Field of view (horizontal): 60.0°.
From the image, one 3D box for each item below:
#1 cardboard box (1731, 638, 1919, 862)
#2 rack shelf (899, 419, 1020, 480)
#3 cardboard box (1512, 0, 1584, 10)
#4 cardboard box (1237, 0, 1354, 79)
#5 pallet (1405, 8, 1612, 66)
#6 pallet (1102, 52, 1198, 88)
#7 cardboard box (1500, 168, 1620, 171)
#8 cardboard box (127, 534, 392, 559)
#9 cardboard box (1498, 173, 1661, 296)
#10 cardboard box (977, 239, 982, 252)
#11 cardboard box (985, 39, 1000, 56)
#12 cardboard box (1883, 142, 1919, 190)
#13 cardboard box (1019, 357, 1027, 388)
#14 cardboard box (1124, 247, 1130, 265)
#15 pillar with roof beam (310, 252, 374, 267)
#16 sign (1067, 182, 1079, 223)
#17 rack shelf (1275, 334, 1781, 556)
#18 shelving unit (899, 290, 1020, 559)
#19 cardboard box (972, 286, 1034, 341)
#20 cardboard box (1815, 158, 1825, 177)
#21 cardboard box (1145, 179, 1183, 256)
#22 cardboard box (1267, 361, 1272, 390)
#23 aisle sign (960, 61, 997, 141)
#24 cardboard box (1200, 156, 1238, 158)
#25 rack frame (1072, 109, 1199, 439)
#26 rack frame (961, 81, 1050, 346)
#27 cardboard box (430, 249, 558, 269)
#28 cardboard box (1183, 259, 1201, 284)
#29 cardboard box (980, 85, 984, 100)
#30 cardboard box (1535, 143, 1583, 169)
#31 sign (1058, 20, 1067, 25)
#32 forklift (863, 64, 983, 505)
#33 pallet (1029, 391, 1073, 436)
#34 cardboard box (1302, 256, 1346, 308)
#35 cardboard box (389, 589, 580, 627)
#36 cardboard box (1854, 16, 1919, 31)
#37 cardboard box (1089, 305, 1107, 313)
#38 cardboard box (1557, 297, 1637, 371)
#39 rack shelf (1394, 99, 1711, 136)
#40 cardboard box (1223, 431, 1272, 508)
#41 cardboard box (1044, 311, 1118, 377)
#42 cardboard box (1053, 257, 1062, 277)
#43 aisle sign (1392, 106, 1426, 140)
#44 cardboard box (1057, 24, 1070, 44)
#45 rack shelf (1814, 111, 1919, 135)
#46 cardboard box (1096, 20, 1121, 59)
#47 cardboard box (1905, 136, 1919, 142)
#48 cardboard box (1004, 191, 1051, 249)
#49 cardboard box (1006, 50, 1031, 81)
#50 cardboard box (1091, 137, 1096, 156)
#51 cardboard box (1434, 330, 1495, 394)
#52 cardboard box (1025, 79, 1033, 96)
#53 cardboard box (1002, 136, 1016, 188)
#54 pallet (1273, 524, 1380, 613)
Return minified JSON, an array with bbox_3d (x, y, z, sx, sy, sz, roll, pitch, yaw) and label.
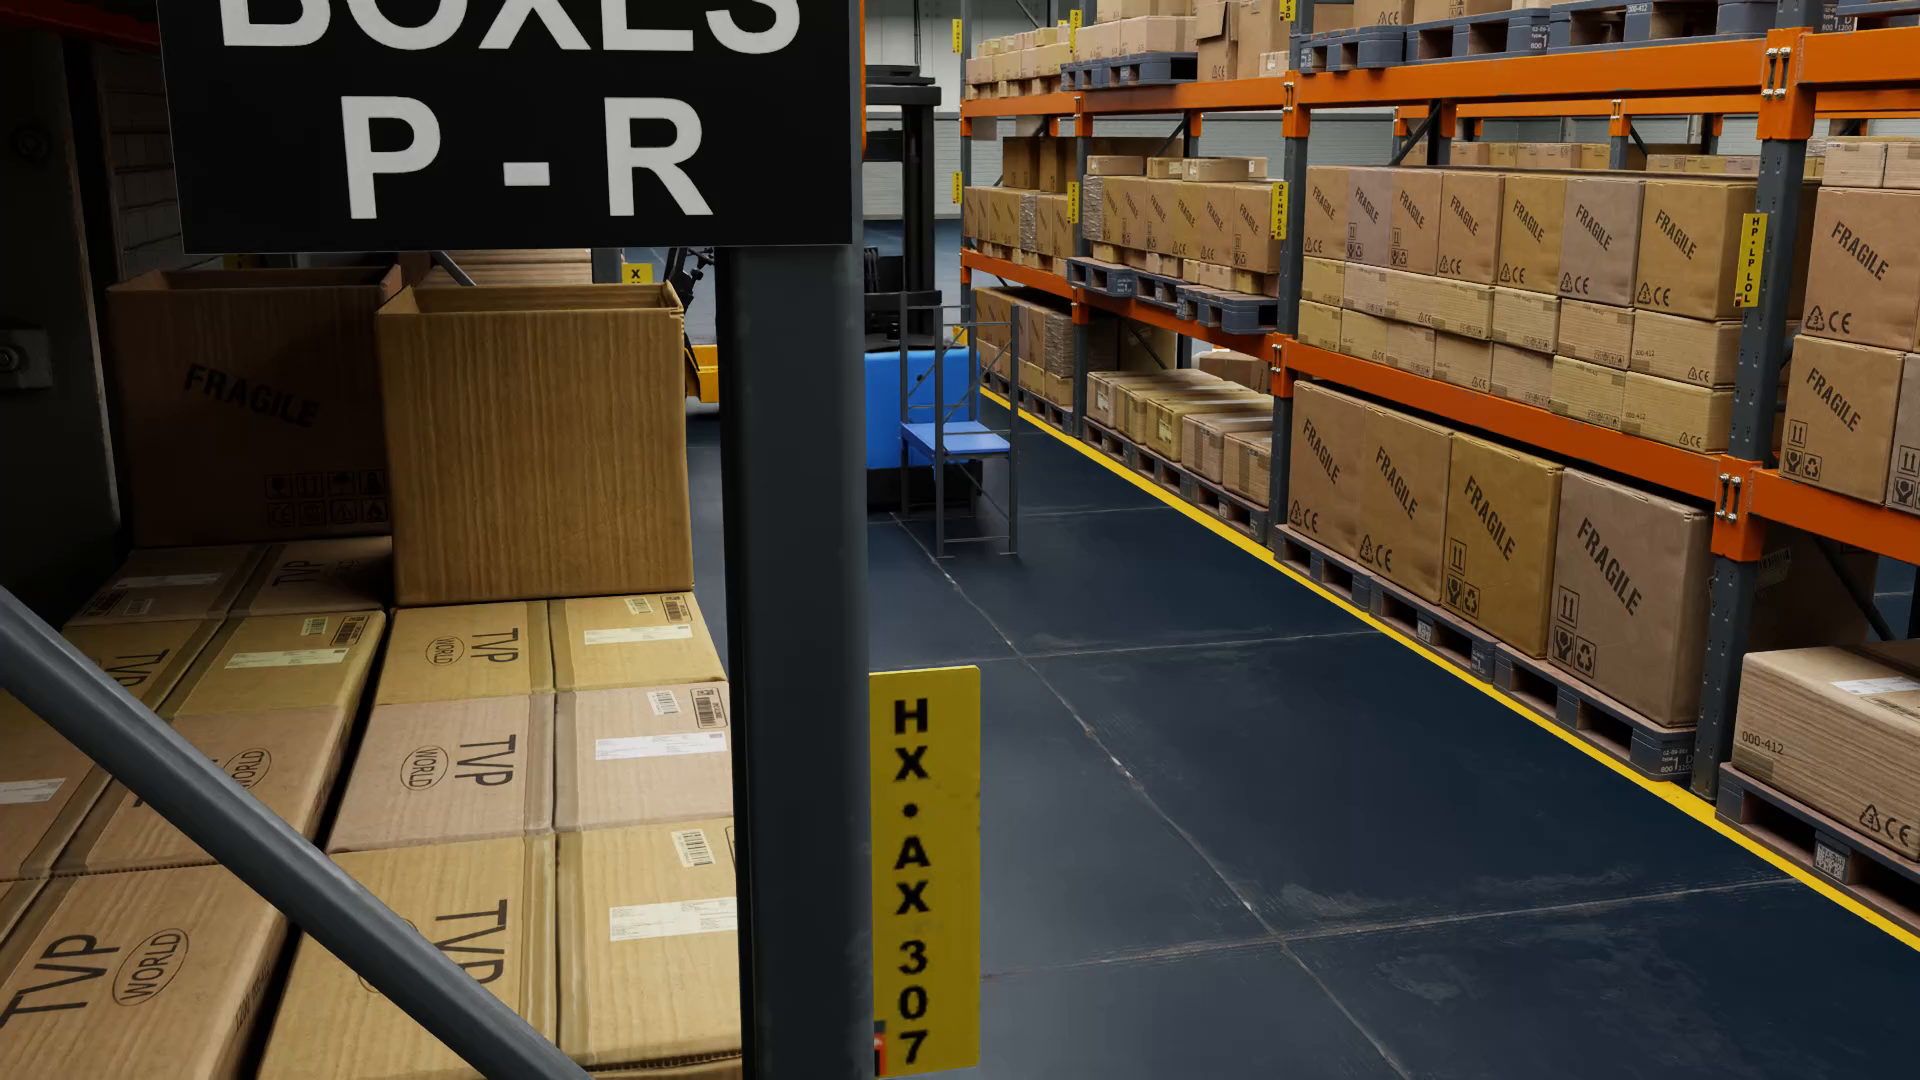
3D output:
[{"bbox_3d":[3.366,0.695,5.775,0.875,0.438,0.875,-3,14,-14],"label":"cardboard box"},{"bbox_3d":[-0.020,-0.574,10.372,0.538,0.185,1.000,-3,14,-13],"label":"rack shelf"},{"bbox_3d":[2.733,-2.472,7.512,0.380,0.166,0.250,-2,14,-8],"label":"cardboard box"},{"bbox_3d":[2.171,-3.144,10.445,0.700,0.500,0.500,-3,14,-13],"label":"cardboard box"},{"bbox_3d":[2.852,-2.381,7.931,1.003,0.211,1.213,-3,14,-11],"label":"pallet"},{"bbox_3d":[1.732,-3.320,11.773,1.213,0.211,1.003,-3,14,-13],"label":"pallet"},{"bbox_3d":[2.998,-1.616,8.403,0.500,0.500,0.500,-3,14,-13],"label":"cardboard box"},{"bbox_3d":[-1.403,0.073,3.496,0.500,0.250,0.500,-3,14,-12],"label":"cardboard box"},{"bbox_3d":[2.745,-1.357,7.342,0.500,0.500,0.500,-3,14,-11],"label":"cardboard box"},{"bbox_3d":[0.383,-3.053,17.131,0.380,0.149,0.250,-3,14,-13],"label":"cardboard box"},{"bbox_3d":[0.450,-4.713,15.928,0.380,0.149,0.250,-3,14,-13],"label":"cardboard box"},{"bbox_3d":[3.221,-1.200,5.335,0.380,0.149,0.250,-3,14,-12],"label":"cardboard box"},{"bbox_3d":[0.794,-1.571,15.448,0.500,0.250,0.500,-3,14,-12],"label":"cardboard box"},{"bbox_3d":[1.458,-2.160,12.590,0.380,0.149,0.250,-2,14,-10],"label":"cardboard box"},{"bbox_3d":[0.562,-4.546,10.075,9.100,9.000,0.400,-3,14,-13],"label":"pillar with roof beam"},{"bbox_3d":[0.918,-2.730,13.459,0.100,0.325,0.005,-3,14,-13],"label":"sign"},{"bbox_3d":[2.853,-0.608,8.112,1.077,0.370,4.000,-3,14,-13],"label":"rack shelf"},{"bbox_3d":[-0.020,-0.748,10.330,0.538,1.500,1.048,-3,14,-13],"label":"shelving unit"},{"bbox_3d":[0.431,-2.290,16.810,0.500,0.500,0.500,-4,14,-15],"label":"cardboard box"},{"bbox_3d":[6.833,-2.592,12.397,0.700,0.500,0.500,-4,14,-14],"label":"cardboard box"},{"bbox_3d":[1.628,-2.267,11.662,0.500,0.500,0.500,-4,14,-15],"label":"cardboard box"},{"bbox_3d":[3.378,-1.788,16.685,0.637,0.503,0.797,10,17,35],"label":"cardboard box"},{"bbox_3d":[0.189,-4.525,17.149,0.394,0.787,0.004,-3,14,-13],"label":"aisle sign"},{"bbox_3d":[1.947,-2.802,12.486,0.380,0.149,0.250,-4,14,-15],"label":"cardboard box"},{"bbox_3d":[1.444,-2.342,13.692,1.000,3.000,0.127,-3,14,-13],"label":"rack frame"},{"bbox_3d":[0.505,-3.265,17.469,1.000,3.000,0.127,-3,14,-13],"label":"rack frame"},{"bbox_3d":[-1.877,-1.030,7.218,0.797,0.503,0.637,-4,14,-14],"label":"cardboard box"},{"bbox_3d":[1.712,-1.798,11.112,0.380,0.149,0.250,-3,14,-12],"label":"cardboard box"},{"bbox_3d":[0.416,-4.450,16.528,0.380,0.149,0.250,-4,14,-15],"label":"cardboard box"},{"bbox_3d":[5.937,-3.446,15.620,0.875,0.550,0.550,-3,14,-13],"label":"cardboard box"},{"bbox_3d":[1.049,-5.178,17.116,0.100,0.325,0.005,-3,14,-13],"label":"sign"},{"bbox_3d":[-0.796,-1.953,12.243,1.130,2.935,3.031,-5,14,-18],"label":"forklift"},{"bbox_3d":[1.252,-1.140,14.649,1.003,0.211,1.213,-3,14,-13],"label":"pallet"},{"bbox_3d":[2.262,-1.458,9.339,0.500,0.250,0.500,-3,14,-14],"label":"cardboard box"},{"bbox_3d":[-0.788,0.163,3.130,0.500,0.250,0.500,-4,14,-15],"label":"cardboard box"},{"bbox_3d":[6.634,-3.609,11.652,0.500,0.311,0.500,-3,14,-13],"label":"cardboard box"},{"bbox_3d":[1.431,-1.848,15.001,0.500,0.500,0.500,-3,14,-11],"label":"cardboard box"},{"bbox_3d":[2.859,-0.869,6.928,0.500,0.250,0.500,-3,14,-12],"label":"cardboard box"},{"bbox_3d":[5.762,-4.210,16.535,1.077,0.370,4.000,-3,14,-13],"label":"rack shelf"},{"bbox_3d":[2.261,-0.477,10.713,0.950,0.372,0.625,-4,14,-17],"label":"cardboard box"},{"bbox_3d":[1.044,-1.696,14.377,0.500,0.500,0.500,-3,14,-14],"label":"cardboard box"},{"bbox_3d":[1.007,-2.334,14.190,0.380,0.149,0.250,-3,14,-12],"label":"cardboard box"},{"bbox_3d":[4.984,-4.826,18.384,0.394,0.787,0.004,-3,14,-13],"label":"aisle sign"},{"bbox_3d":[1.022,-4.181,13.749,0.380,0.149,0.250,-4,14,-15],"label":"cardboard box"},{"bbox_3d":[10.607,-4.463,17.571,1.077,0.370,4.000,-3,14,-13],"label":"rack shelf"},{"bbox_3d":[1.312,-3.656,12.183,0.500,0.250,0.500,-3,14,-14],"label":"cardboard box"},{"bbox_3d":[10.355,-4.008,17.567,0.500,0.500,0.500,-3,14,-13],"label":"cardboard box"},{"bbox_3d":[0.719,-2.979,15.464,0.500,0.500,0.500,-4,14,-14],"label":"cardboard box"},{"bbox_3d":[0.719,-4.309,15.112,0.500,0.250,0.500,-3,14,-12],"label":"cardboard box"},{"bbox_3d":[1.453,-3.253,14.479,0.700,0.500,0.500,-3,14,-13],"label":"cardboard box"},{"bbox_3d":[2.629,-0.867,7.971,0.500,0.250,0.500,-3,14,-13],"label":"cardboard box"},{"bbox_3d":[0.803,-4.095,15.076,0.380,0.149,0.250,-3,14,-14],"label":"cardboard box"},{"bbox_3d":[0.837,-3.838,16.871,0.700,0.500,0.500,-4,14,-15],"label":"cardboard box"},{"bbox_3d":[2.495,0.122,9.485,1.003,0.211,1.213,-3,14,-13],"label":"pallet"}]
